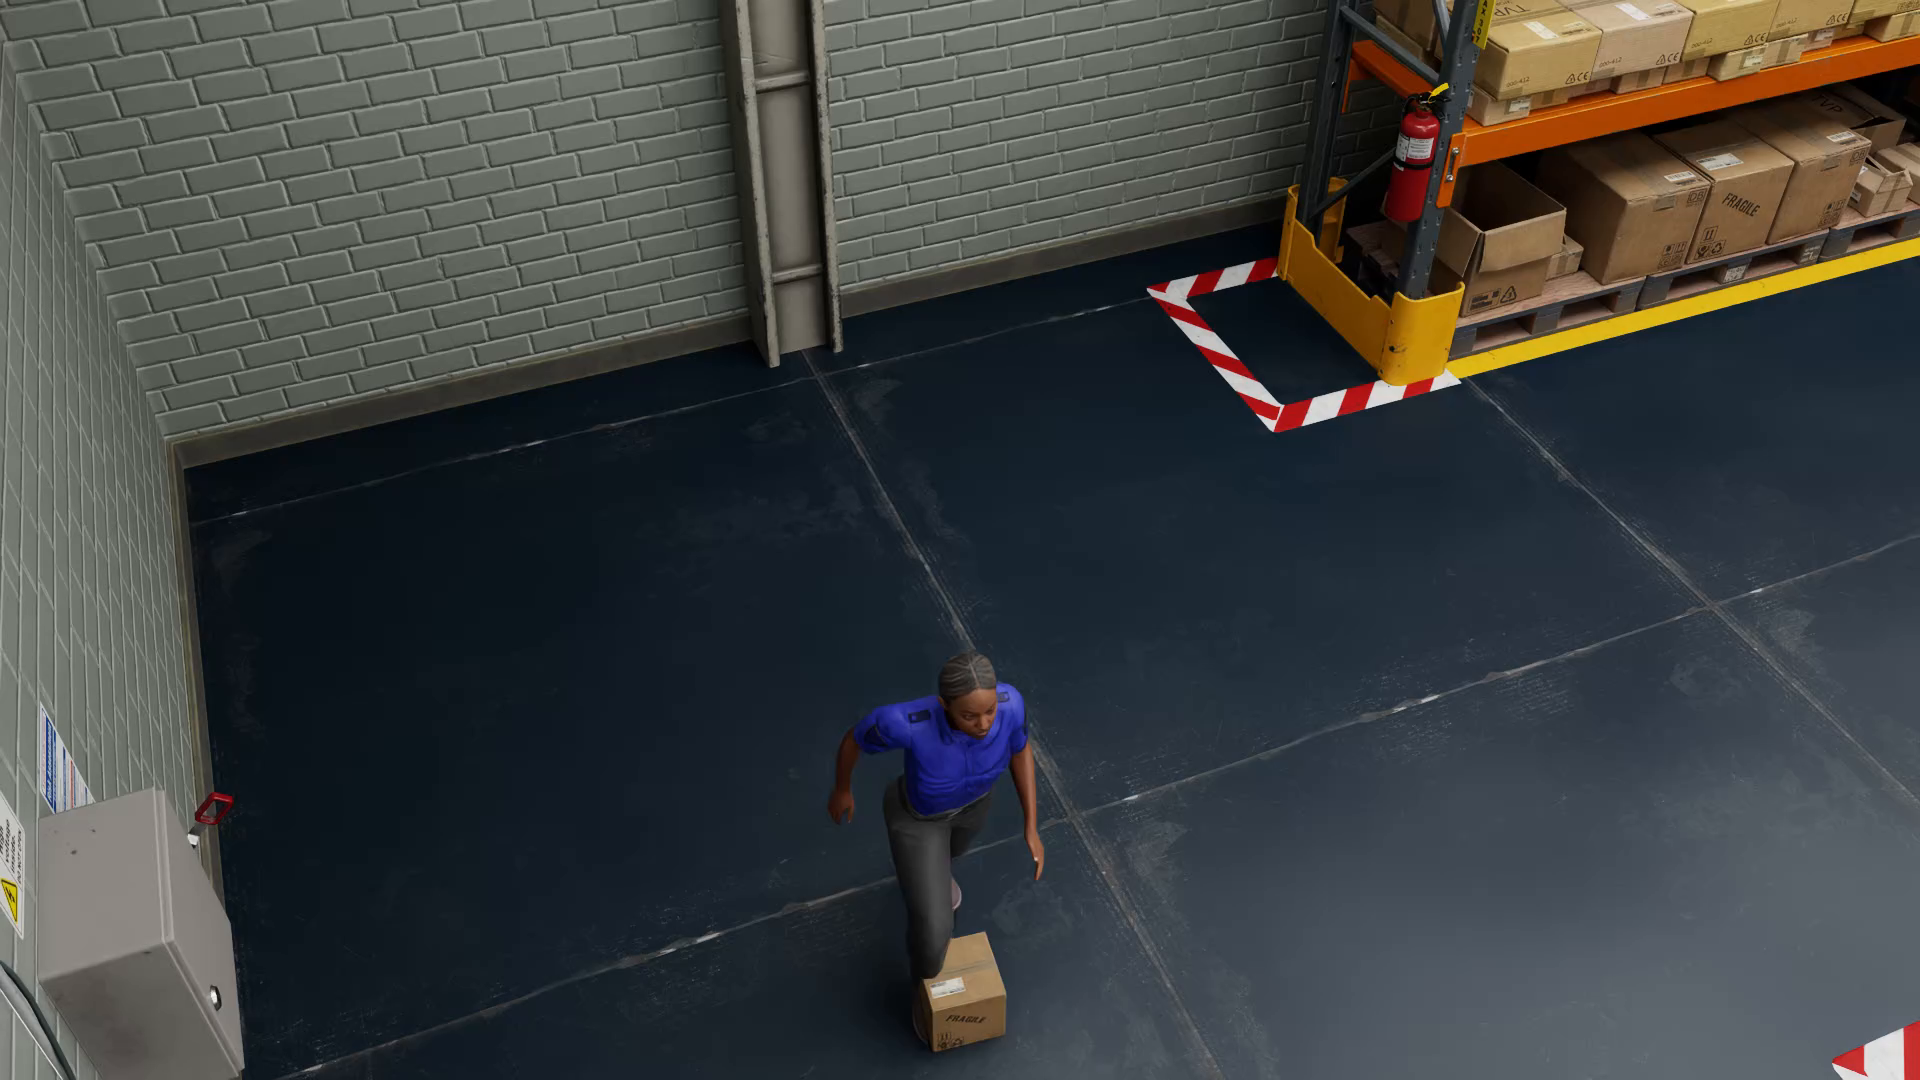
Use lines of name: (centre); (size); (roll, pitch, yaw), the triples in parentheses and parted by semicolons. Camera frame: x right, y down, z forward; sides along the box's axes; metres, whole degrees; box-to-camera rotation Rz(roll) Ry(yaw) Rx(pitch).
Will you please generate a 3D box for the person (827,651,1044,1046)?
person: (-0.086, 0.852, 5.272); (0.590, 1.612, 0.791); (-20, 46, -21)
